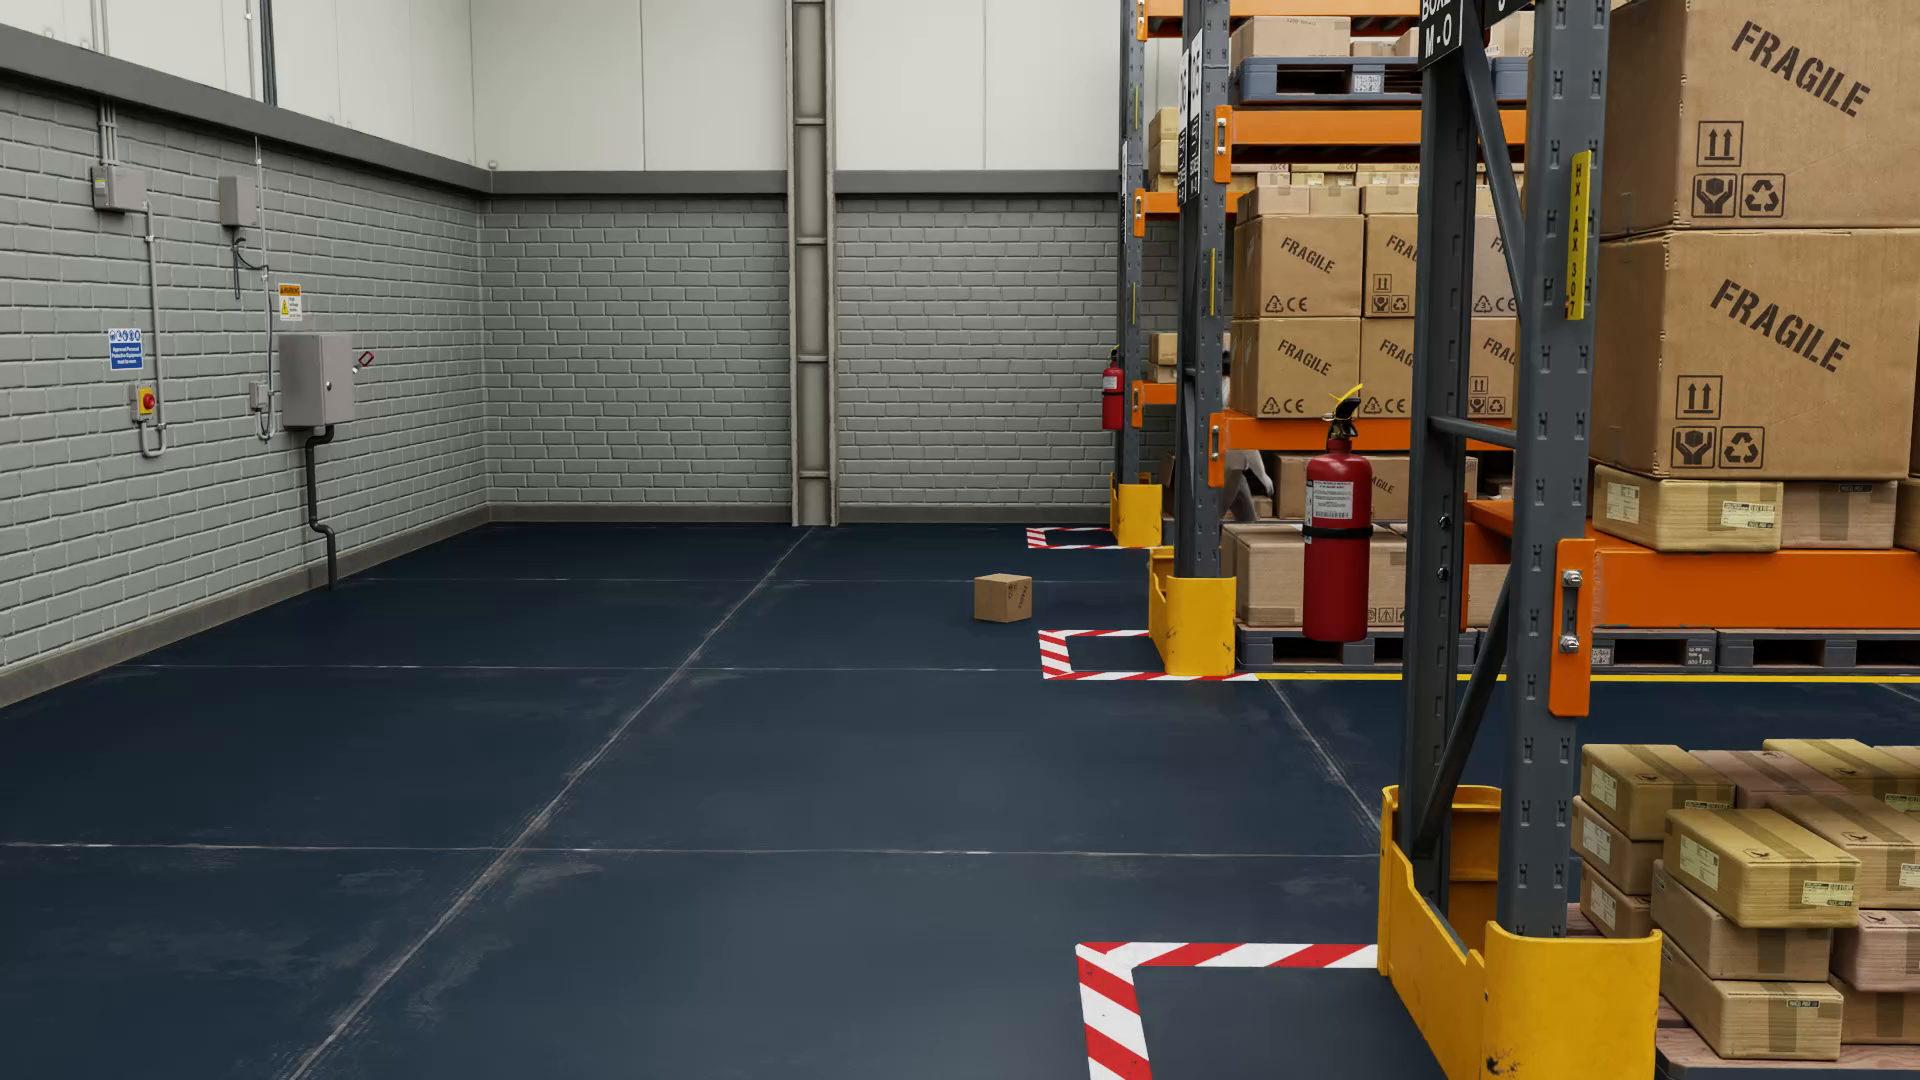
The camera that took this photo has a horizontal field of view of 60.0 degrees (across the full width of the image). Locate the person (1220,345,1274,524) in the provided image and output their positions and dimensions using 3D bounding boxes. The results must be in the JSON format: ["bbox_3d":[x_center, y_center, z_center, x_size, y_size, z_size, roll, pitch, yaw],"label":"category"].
[{"bbox_3d":[1.772,-0.444,10.548,0.921,1.634,0.507,0,7,-3],"label":"person"}]
